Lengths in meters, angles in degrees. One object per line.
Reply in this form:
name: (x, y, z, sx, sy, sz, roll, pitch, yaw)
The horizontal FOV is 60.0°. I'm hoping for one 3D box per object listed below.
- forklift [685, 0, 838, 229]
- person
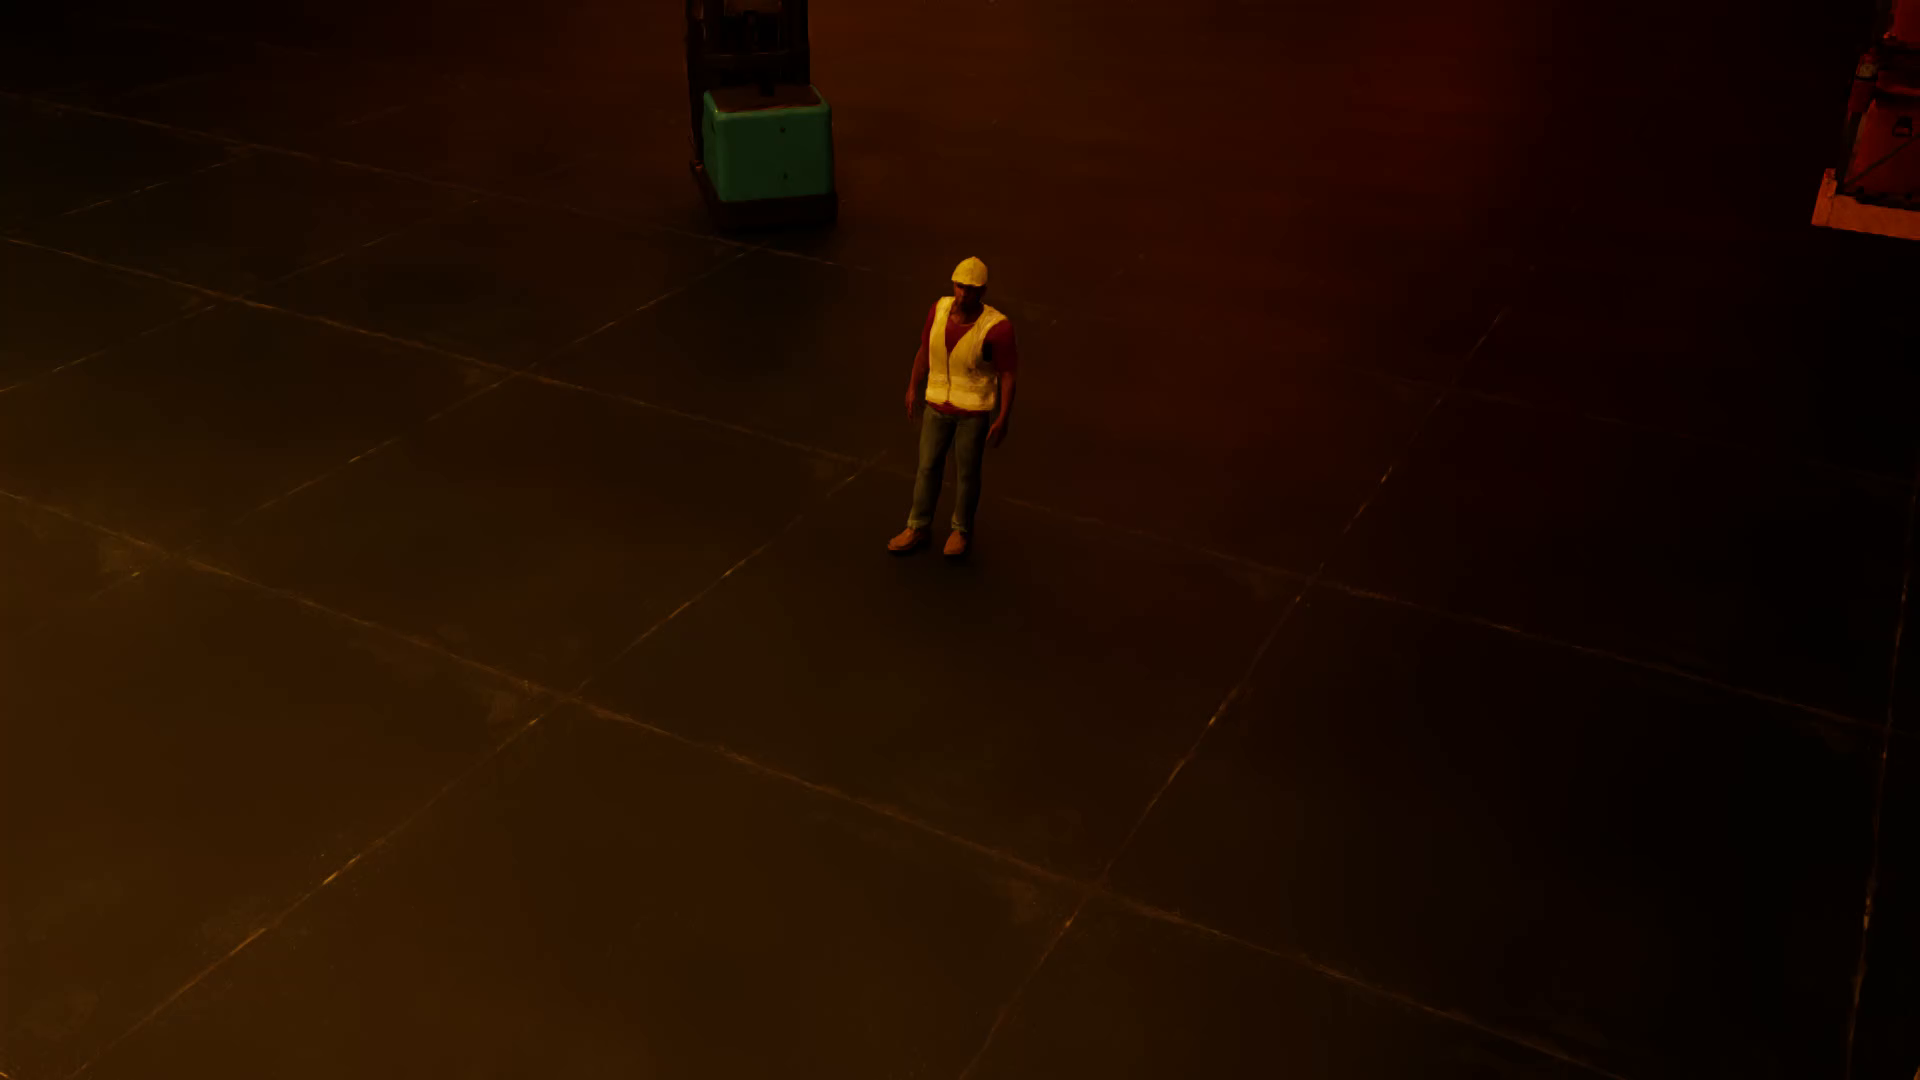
forklift: (-1.980, -4.723, 15.254, 1.130, 2.935, 3.031, -8, 31, -13)
person: (-0.039, -0.742, 9.507, 0.665, 1.766, 0.576, 15, 33, 25)
